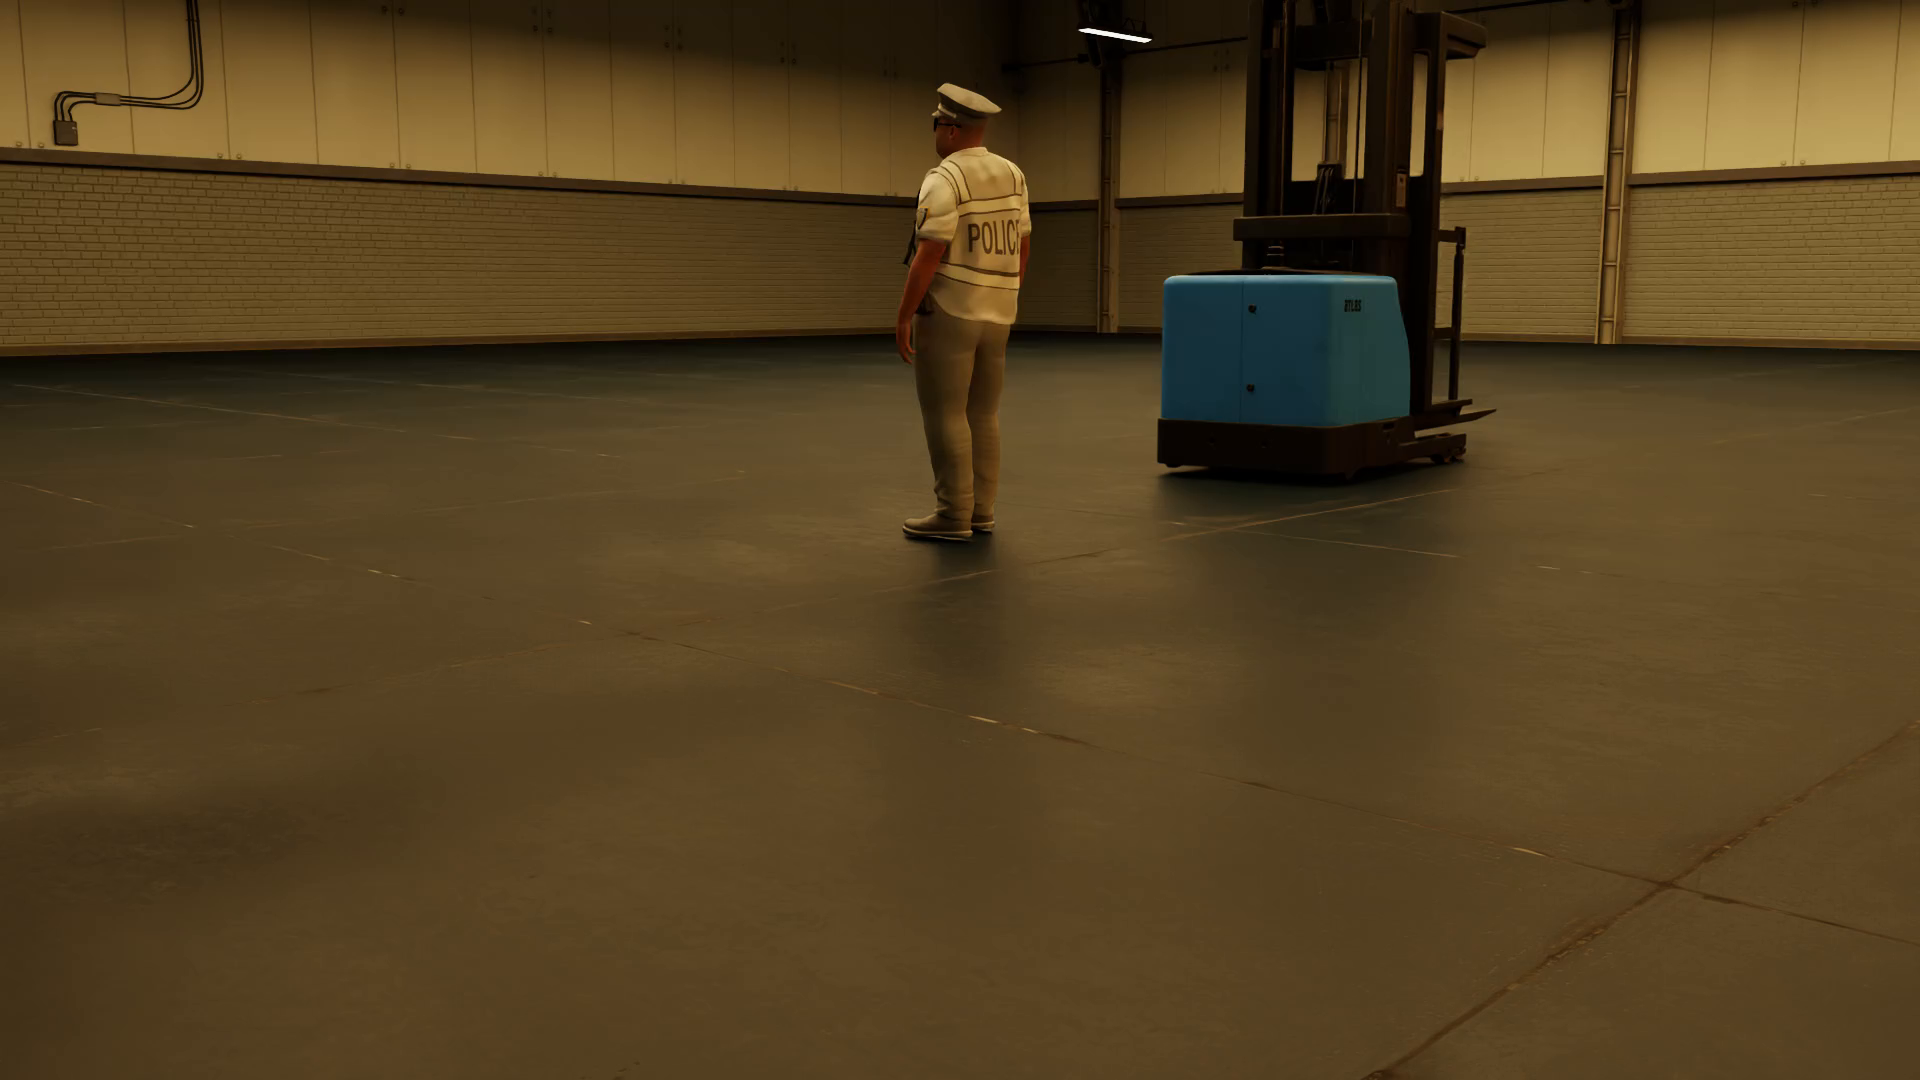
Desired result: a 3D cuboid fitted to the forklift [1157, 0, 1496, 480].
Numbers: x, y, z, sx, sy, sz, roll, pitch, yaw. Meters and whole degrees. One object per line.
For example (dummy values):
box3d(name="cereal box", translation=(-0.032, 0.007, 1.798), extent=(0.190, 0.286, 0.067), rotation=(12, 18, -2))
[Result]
box3d(name="forklift", translation=(2.349, -1.933, 9.709), extent=(1.130, 2.935, 3.031), rotation=(6, 11, 36))

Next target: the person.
box3d(name="person", translation=(-0.047, -0.893, 6.646), extent=(0.575, 1.773, 0.640), rotation=(8, 12, 43))
